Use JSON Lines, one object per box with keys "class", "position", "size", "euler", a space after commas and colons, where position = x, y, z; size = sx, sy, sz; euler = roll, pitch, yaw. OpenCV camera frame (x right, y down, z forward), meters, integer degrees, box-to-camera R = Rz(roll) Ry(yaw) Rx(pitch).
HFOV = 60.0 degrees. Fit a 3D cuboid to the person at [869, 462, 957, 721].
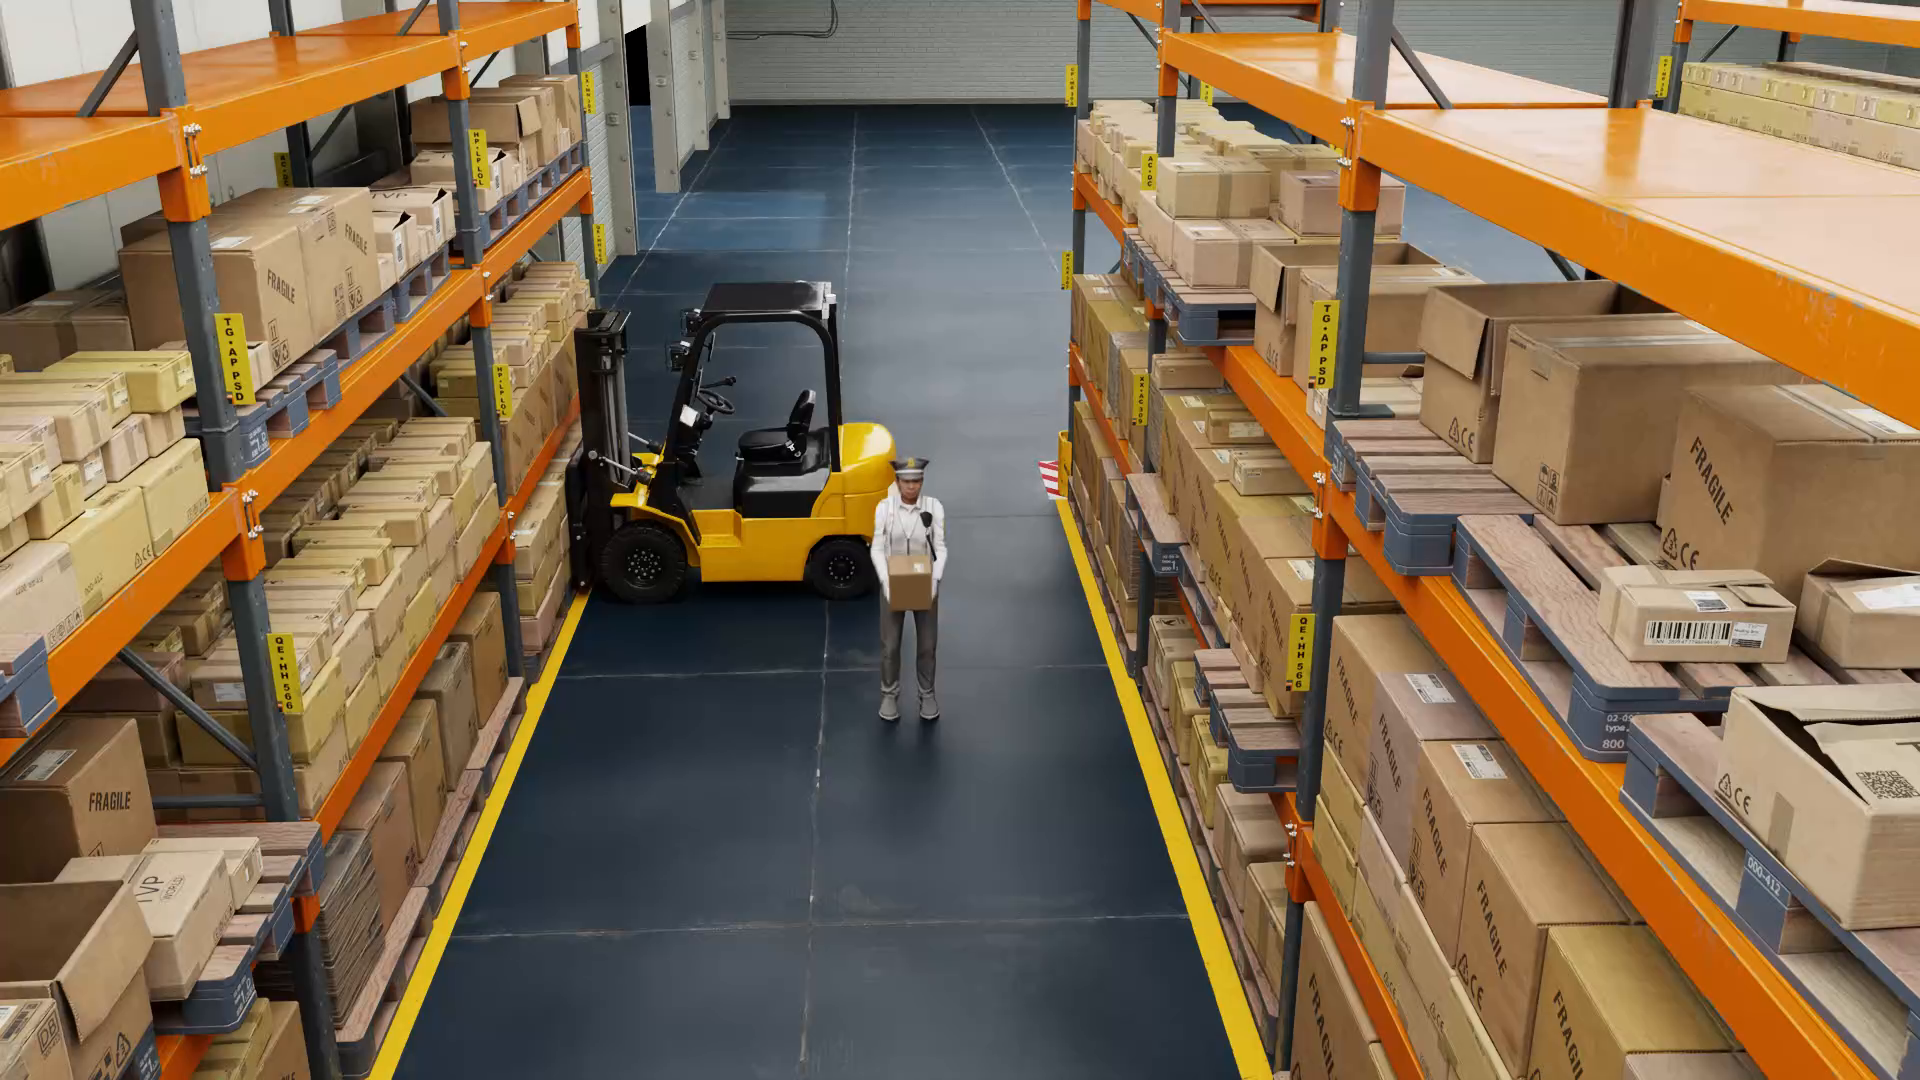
{"class": "person", "position": [-0.293, 0.300, 10.269], "size": [0.543, 1.666, 0.371], "euler": [-2, 21, -5]}
